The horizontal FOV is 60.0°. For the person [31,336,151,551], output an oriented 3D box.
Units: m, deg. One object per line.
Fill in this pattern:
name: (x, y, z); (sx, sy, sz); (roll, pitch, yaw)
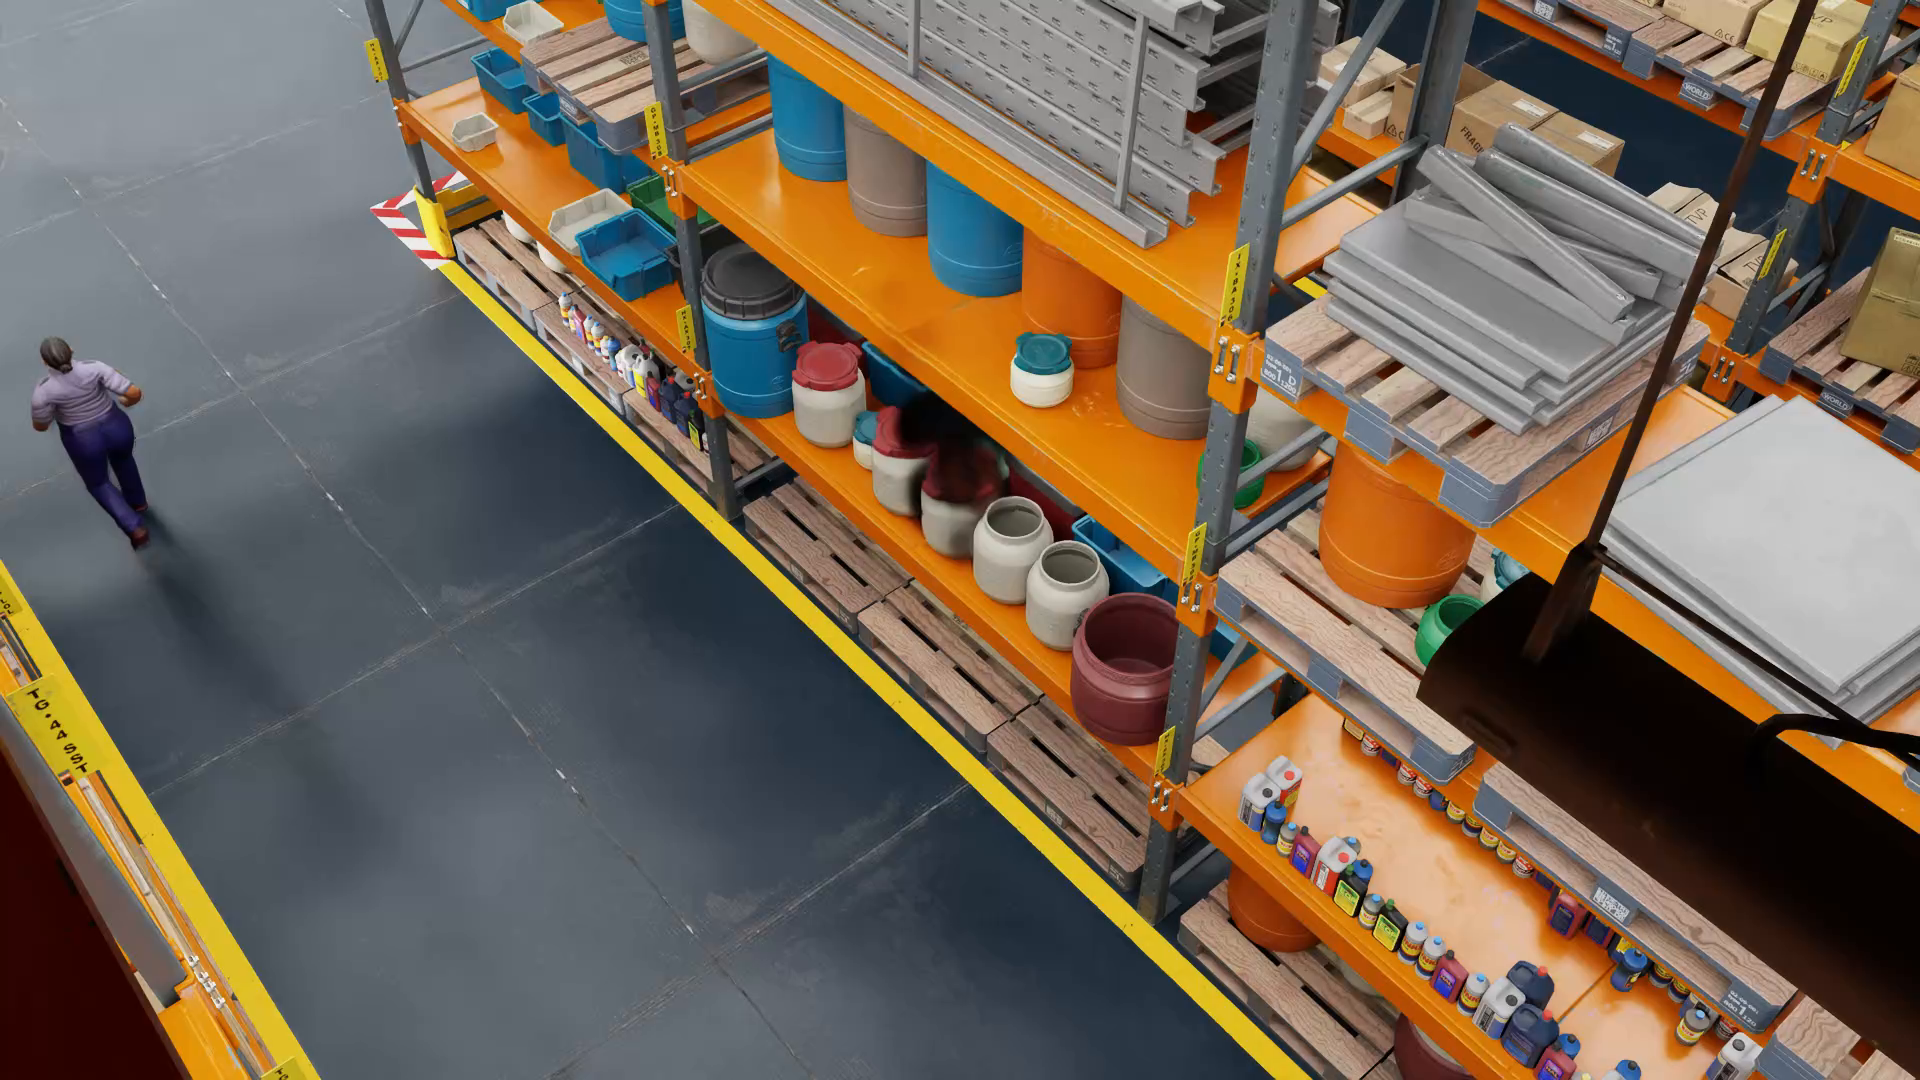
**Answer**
person: (-5.416, -0.645, 10.478); (0.619, 1.610, 0.862); (-34, 55, -28)
